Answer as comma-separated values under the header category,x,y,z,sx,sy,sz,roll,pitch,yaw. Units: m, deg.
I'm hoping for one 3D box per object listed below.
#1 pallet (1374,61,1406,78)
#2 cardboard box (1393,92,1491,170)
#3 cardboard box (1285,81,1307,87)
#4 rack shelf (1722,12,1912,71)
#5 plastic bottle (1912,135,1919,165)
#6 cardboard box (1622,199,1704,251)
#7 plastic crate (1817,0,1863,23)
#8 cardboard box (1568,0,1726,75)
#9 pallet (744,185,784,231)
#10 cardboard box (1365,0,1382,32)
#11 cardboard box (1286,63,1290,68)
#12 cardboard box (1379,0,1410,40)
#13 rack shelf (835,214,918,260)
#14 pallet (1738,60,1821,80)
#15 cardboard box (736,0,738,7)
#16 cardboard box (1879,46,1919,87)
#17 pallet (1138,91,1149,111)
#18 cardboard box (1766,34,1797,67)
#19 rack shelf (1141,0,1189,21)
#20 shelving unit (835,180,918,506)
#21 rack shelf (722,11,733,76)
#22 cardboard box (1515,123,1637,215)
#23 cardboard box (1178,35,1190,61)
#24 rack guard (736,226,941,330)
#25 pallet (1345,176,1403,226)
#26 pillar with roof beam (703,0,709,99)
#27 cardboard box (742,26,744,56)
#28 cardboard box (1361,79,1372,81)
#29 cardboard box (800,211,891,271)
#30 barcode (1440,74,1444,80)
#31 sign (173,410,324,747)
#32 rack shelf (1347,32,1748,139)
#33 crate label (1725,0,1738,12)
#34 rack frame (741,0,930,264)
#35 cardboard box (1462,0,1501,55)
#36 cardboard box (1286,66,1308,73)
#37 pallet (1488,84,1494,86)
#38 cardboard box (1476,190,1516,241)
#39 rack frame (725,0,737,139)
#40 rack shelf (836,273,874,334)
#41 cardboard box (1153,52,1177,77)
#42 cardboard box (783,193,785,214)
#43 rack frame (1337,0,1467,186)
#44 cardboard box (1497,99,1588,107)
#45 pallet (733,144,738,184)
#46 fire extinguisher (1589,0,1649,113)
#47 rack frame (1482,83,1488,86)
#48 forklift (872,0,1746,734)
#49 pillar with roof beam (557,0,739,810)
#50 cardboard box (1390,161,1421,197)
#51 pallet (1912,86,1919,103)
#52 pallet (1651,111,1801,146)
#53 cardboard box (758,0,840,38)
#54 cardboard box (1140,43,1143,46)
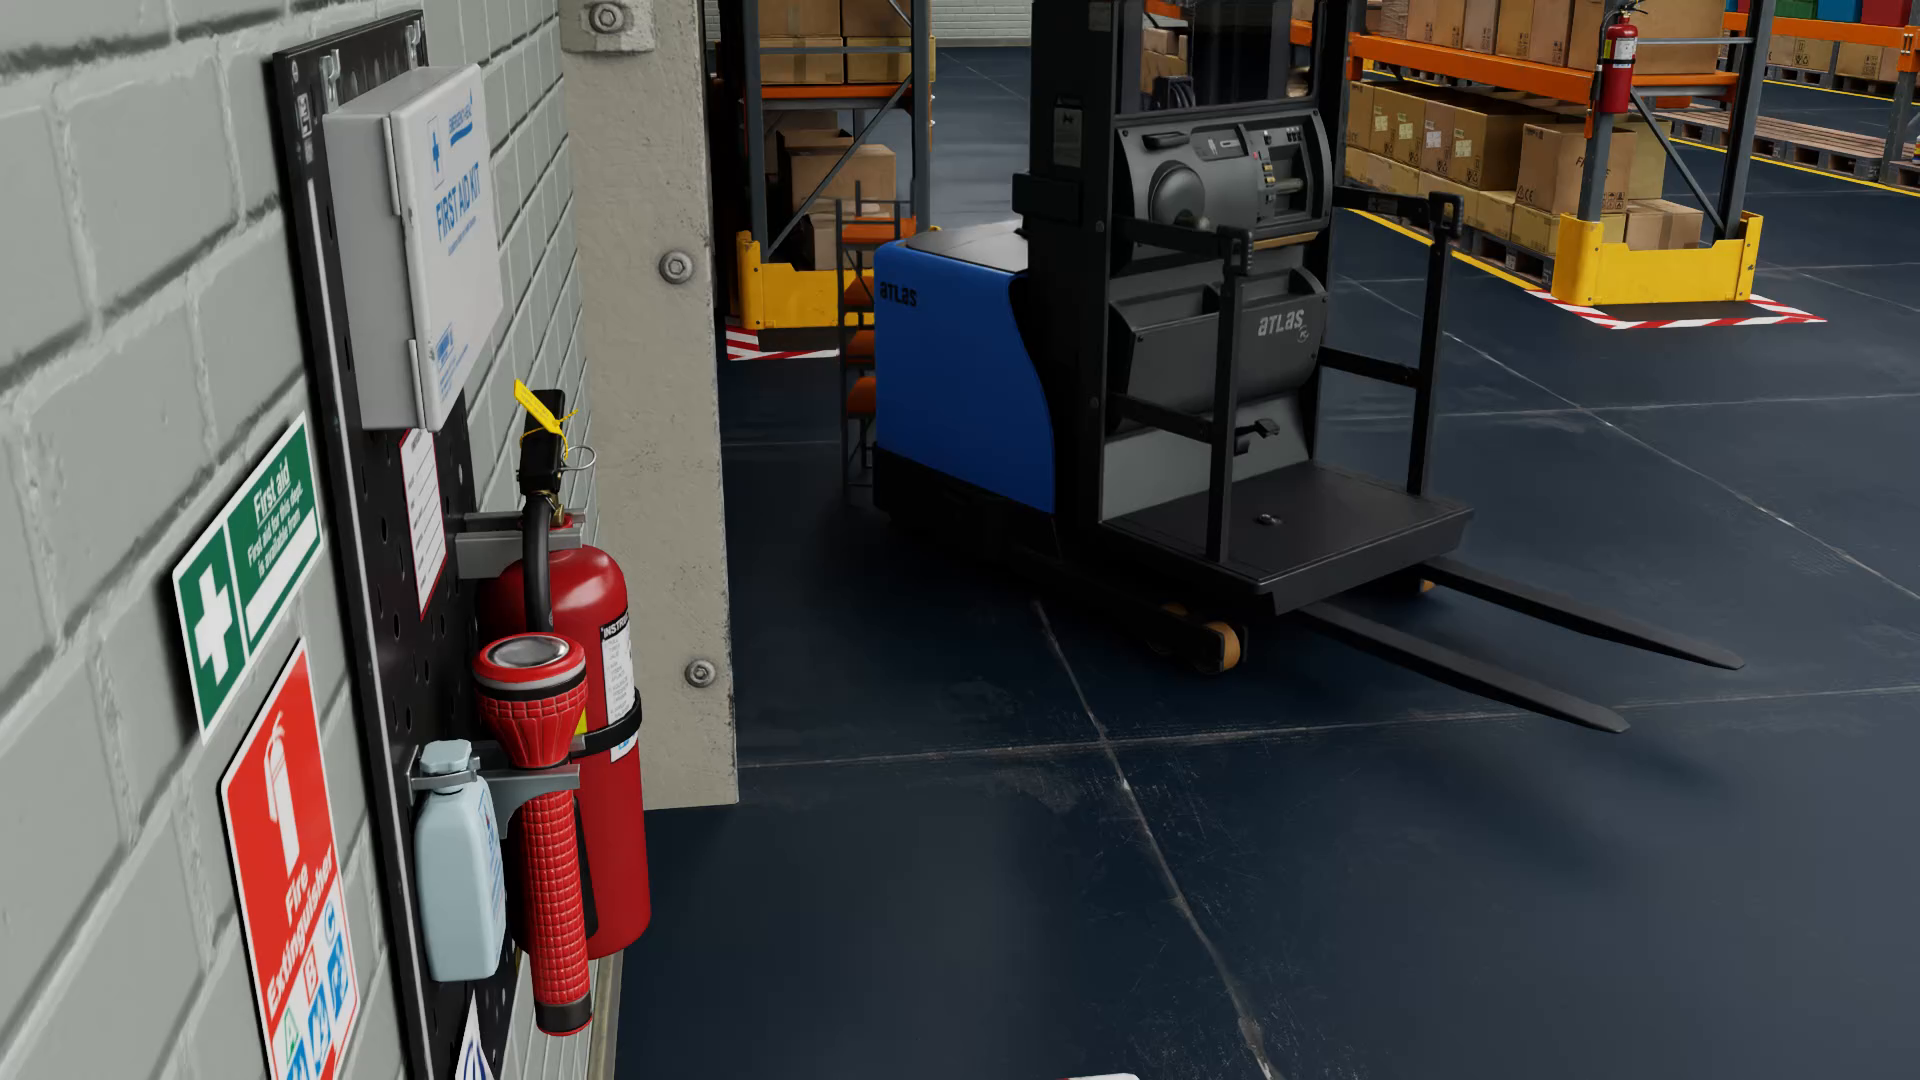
category,x,y,z,sx,sy,sz,roll,pitch,yaw
pallet,6.907,-7.100,24.923,1.003,0.211,1.213,-3,21,-8
cardboard box,3.555,-3.027,12.293,0.500,0.500,0.500,-3,21,-8
cardboard box,3.092,-4.114,15.472,0.500,0.311,0.500,-3,21,-8
rack shelf,8.268,-4.894,16.061,1.077,0.370,4.000,-3,21,-8
plastic bottle,8.168,-3.334,14.127,0.097,0.271,0.097,0,20,0
cardboard box,4.373,-2.011,10.642,0.500,0.250,0.500,-3,21,-8
plastic crate,8.089,-4.897,15.064,0.392,0.384,0.575,-3,21,-8
cardboard box,4.176,-3.114,10.124,0.700,0.500,0.500,-3,21,-8
pallet,-1.116,-2.502,12.613,1.003,0.211,1.213,-3,21,-8
cardboard box,3.540,-4.388,13.892,0.500,0.250,0.500,-2,21,-4
cardboard box,3.295,-4.882,17.944,0.500,0.500,0.500,-2,21,-5
cardboard box,3.724,-4.184,12.988,0.700,0.500,0.500,-3,21,-9
rack shelf,-0.319,-1.150,6.458,0.258,0.148,0.480,2,21,5
pallet,12.093,-6.943,24.503,1.003,0.211,1.213,-3,21,-8
cardboard box,-1.386,-4.156,12.171,0.500,0.500,0.500,-3,21,-9
cardboard box,12.546,-6.230,21.045,1.225,0.875,0.875,-4,21,-10
pallet,2.655,-5.474,20.571,1.003,0.211,1.213,-3,21,-8
cardboard box,12.158,-7.304,23.921,0.875,0.875,0.875,-3,21,-8
rack shelf,2.789,-6.031,19.103,1.077,0.370,4.000,-3,21,-8
shelving unit,-0.319,-0.782,6.595,0.258,1.200,0.503,2,21,5
rack shelf,-1.536,-4.394,14.723,1.077,0.370,4.000,-3,21,-8
cardboard box,3.859,-2.336,10.441,0.500,0.500,0.500,-3,21,-8
cardboard box,2.698,-5.393,18.240,0.500,0.250,0.500,-2,21,-6
rack guard,-0.682,-1.509,9.543,1.175,0.500,0.348,-3,21,-8
pallet,3.727,-2.706,13.161,1.003,0.211,1.213,-3,21,-8
pillar with roof beam,0.903,-10.035,20.223,9.100,9.000,0.400,-3,21,-8
cardboard box,-1.168,-3.273,10.878,0.500,0.250,0.500,-3,21,-7
cardboard box,3.618,-4.149,15.567,0.500,0.311,0.500,-2,21,-6
cardboard box,-0.681,-1.845,10.082,0.500,0.311,0.500,-5,21,-14
barcode,4.029,-3.884,13.901,0.001,0.075,0.075,-3,21,-8
sign,-0.459,0.012,1.089,0.001,0.109,0.331,-3,21,-8
rack shelf,3.942,-3.261,11.687,1.077,0.370,4.000,-3,21,-8
crate label,7.855,-5.583,16.825,0.502,0.435,0.616,-3,21,-8
rack frame,-0.671,-2.654,9.035,1.000,3.000,0.127,-3,21,-8
cardboard box,3.950,-3.650,11.559,0.700,0.500,0.500,-2,21,-6
cardboard box,3.397,-4.677,16.981,0.500,0.311,0.500,-2,21,-6
pallet,7.473,-5.733,21.264,1.003,0.211,1.213,-3,21,-8
cardboard box,3.777,-2.157,11.034,0.500,0.250,0.500,-3,21,-8
rack frame,-1.824,-5.424,16.451,1.000,3.000,0.127,-3,21,-8
rack shelf,-0.319,-0.929,6.540,0.258,0.148,0.480,2,21,5
cardboard box,2.554,-5.383,19.285,0.500,0.500,0.500,-4,21,-10
cardboard box,-1.037,-2.355,11.680,0.380,0.149,0.250,-5,21,-12
rack frame,3.654,-4.290,13.416,1.000,3.000,0.127,-3,21,-8
cardboard box,4.160,-2.882,11.902,0.500,0.500,0.500,-3,21,-8
pallet,-1.540,-3.426,15.086,1.003,0.211,1.213,-3,21,-8
fire extinguisher,3.788,-2.805,9.549,0.296,0.674,0.183,-3,21,-8
rack frame,7.403,-7.309,21.497,1.000,3.000,0.127,-3,21,-8
forklift,0.988,-1.156,5.121,1.130,2.935,3.031,-16,26,-36
pillar with roof beam,3.497,-3.803,3.537,9.100,9.000,0.400,-3,21,-8
cardboard box,3.555,-2.676,12.424,0.500,0.250,0.500,-3,21,-8
pallet,12.669,-5.565,20.815,1.003,0.211,1.213,-3,21,-8
pallet,8.053,-4.347,17.553,1.003,0.211,1.213,-3,21,-8
cardboard box,-0.949,-3.097,9.335,0.500,0.500,0.500,-3,21,-8
cardboard box,2.329,-5.915,20.711,0.500,0.500,0.500,-4,21,-10
